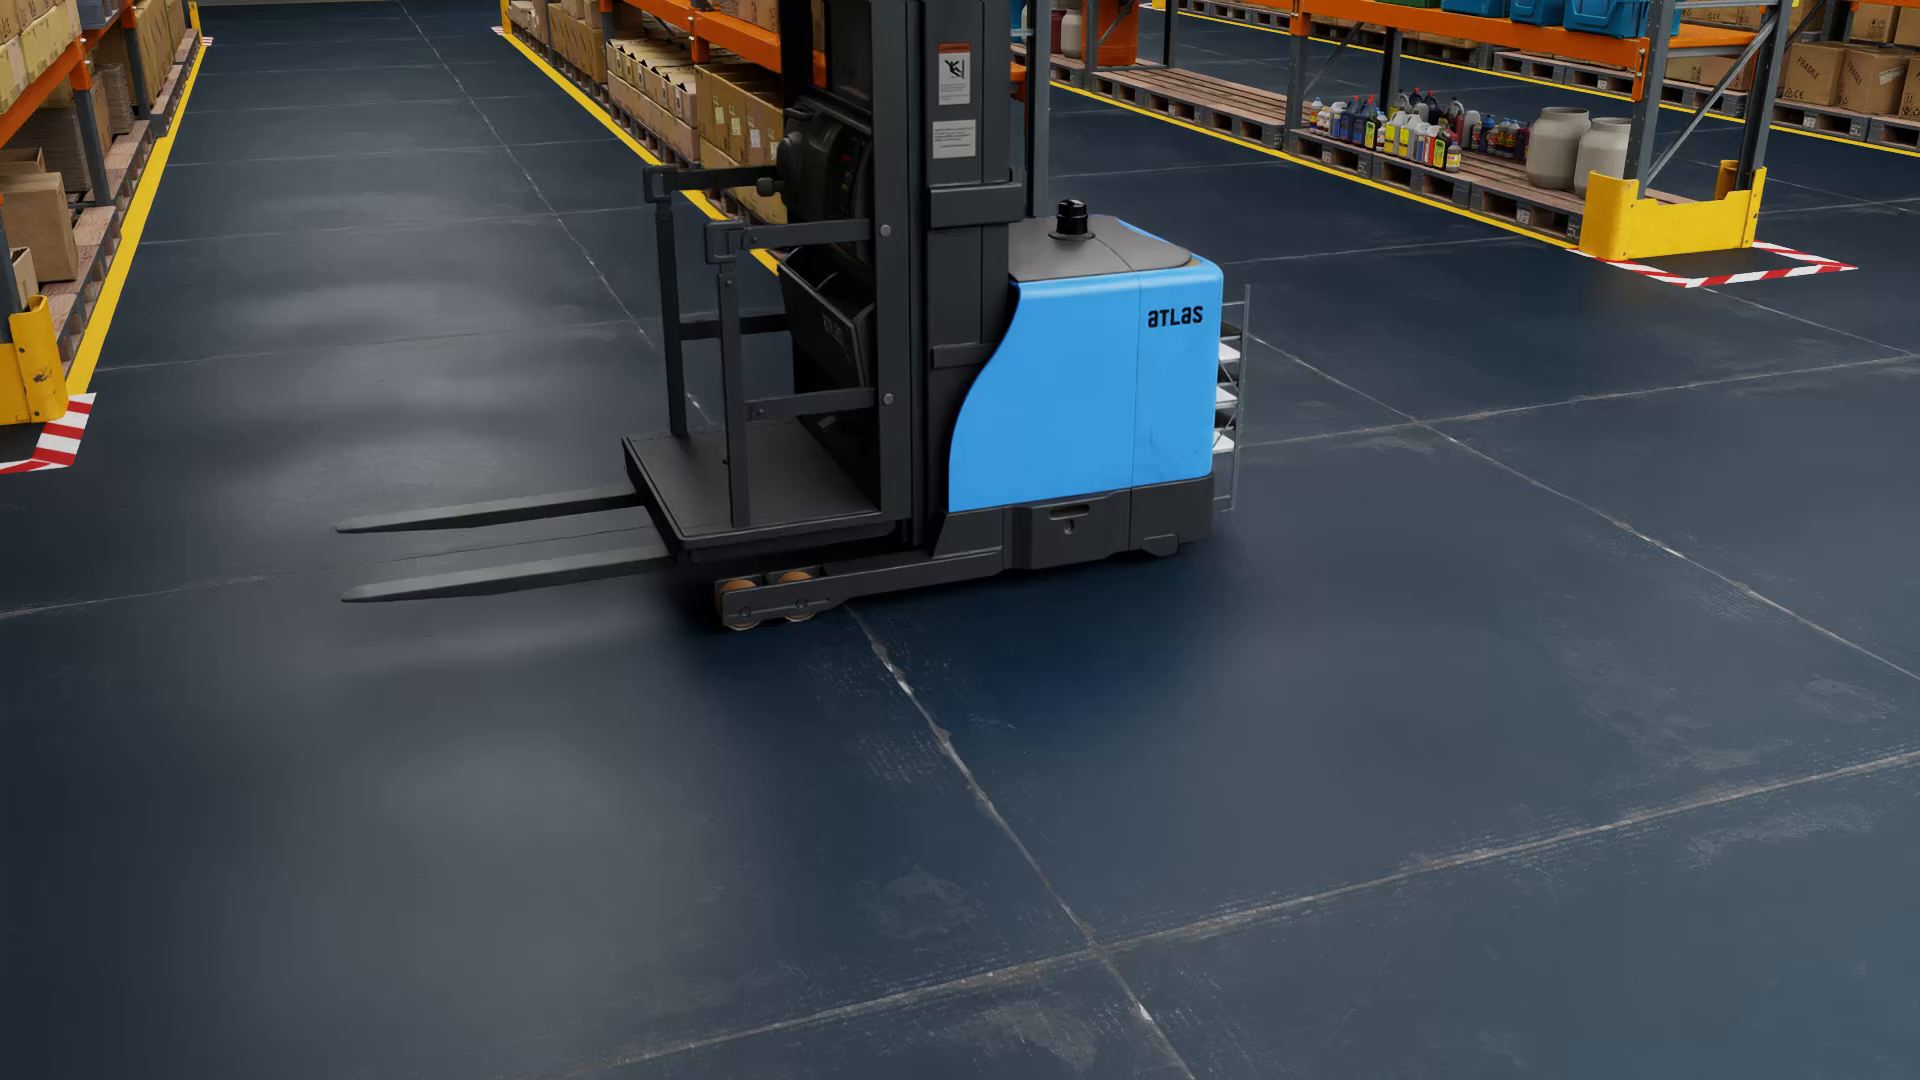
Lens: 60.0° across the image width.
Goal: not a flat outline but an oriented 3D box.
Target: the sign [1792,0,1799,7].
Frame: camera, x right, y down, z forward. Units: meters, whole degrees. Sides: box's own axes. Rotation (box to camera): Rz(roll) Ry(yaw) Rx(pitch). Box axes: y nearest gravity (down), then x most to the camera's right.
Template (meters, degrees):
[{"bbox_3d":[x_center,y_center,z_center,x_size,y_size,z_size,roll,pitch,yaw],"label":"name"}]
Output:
[{"bbox_3d":[5.132,-3.443,10.200,0.100,0.325,0.005,-8,24,-19],"label":"sign"}]

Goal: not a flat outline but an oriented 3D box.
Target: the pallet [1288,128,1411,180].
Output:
[{"bbox_3d":[3.401,-3.160,13.476,1.003,0.211,1.213,-8,24,-19],"label":"pallet"}]

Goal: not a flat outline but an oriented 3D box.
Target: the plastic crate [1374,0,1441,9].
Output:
[{"bbox_3d":[3.418,-4.065,12.306,0.450,0.188,0.662,-8,24,-19],"label":"plastic crate"}]

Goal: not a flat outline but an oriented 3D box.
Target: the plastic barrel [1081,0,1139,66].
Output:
[{"bbox_3d":[1.601,-5.517,17.731,0.600,0.830,0.708,-8,24,-19],"label":"plastic barrel"}]

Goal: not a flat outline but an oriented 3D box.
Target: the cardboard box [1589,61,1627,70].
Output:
[{"bbox_3d":[7.094,-5.233,17.456,0.700,0.500,0.500,-6,24,-15],"label":"cardboard box"}]

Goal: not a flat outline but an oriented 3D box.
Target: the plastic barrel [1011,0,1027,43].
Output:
[{"bbox_3d":[0.803,-6.371,19.664,0.600,0.901,0.708,-8,24,-19],"label":"plastic barrel"}]

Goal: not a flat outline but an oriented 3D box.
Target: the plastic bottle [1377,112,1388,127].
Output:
[{"bbox_3d":[3.254,-3.173,12.863,0.097,0.271,0.097,0,23,0],"label":"plastic bottle"}]

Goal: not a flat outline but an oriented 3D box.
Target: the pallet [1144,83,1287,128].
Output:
[{"bbox_3d":[2.454,-4.134,15.786,1.003,0.211,1.213,-8,24,-19],"label":"pallet"}]

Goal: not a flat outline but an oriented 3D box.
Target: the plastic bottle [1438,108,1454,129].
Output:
[{"bbox_3d":[3.795,-3.241,13.008,0.061,0.283,0.133,-8,24,-19],"label":"plastic bottle"}]

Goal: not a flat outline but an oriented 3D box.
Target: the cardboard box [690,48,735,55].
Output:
[{"bbox_3d":[-2.065,-4.126,14.456,0.500,0.311,0.500,-9,24,-19],"label":"cardboard box"}]

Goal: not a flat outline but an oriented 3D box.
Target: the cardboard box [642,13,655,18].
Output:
[{"bbox_3d":[-3.291,-5.287,17.583,0.500,0.500,0.500,-9,25,-21],"label":"cardboard box"}]

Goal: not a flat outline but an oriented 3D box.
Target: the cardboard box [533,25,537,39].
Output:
[{"bbox_3d":[-4.914,-6.108,19.985,0.380,0.149,0.250,-8,24,-19],"label":"cardboard box"}]

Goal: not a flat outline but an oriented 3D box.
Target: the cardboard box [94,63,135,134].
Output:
[{"bbox_3d":[-7.175,-3.585,13.546,0.700,0.500,0.500,-8,24,-18],"label":"cardboard box"}]

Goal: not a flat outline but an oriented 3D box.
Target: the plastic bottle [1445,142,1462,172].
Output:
[{"bbox_3d":[3.557,-2.762,11.977,0.097,0.201,0.097,0,23,0],"label":"plastic bottle"}]

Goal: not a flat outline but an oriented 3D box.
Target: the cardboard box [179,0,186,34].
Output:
[{"bbox_3d":[-9.964,-6.497,20.479,0.700,0.500,0.500,-8,24,-19],"label":"cardboard box"}]

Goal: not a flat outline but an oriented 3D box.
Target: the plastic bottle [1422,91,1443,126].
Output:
[{"bbox_3d":[3.768,-3.413,13.329,0.144,0.351,0.185,-10,25,-22],"label":"plastic bottle"}]

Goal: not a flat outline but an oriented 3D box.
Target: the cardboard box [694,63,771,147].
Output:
[{"bbox_3d":[-1.561,-3.077,11.722,0.500,0.500,0.500,-8,24,-19],"label":"cardboard box"}]

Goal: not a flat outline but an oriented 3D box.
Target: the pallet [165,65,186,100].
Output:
[{"bbox_3d":[-8.548,-4.687,17.099,1.003,0.211,1.213,-8,24,-19],"label":"pallet"}]

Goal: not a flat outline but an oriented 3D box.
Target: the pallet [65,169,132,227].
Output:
[{"bbox_3d":[-6.342,-2.333,11.514,1.003,0.211,1.213,-8,24,-19],"label":"pallet"}]

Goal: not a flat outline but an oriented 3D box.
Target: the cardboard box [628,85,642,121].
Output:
[{"bbox_3d":[-2.567,-3.795,14.392,0.500,0.250,0.500,-9,24,-20],"label":"cardboard box"}]

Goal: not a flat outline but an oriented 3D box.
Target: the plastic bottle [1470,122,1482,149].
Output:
[{"bbox_3d":[4.003,-3.128,12.845,0.097,0.201,0.097,0,23,0],"label":"plastic bottle"}]

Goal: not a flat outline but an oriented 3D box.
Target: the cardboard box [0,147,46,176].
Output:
[{"bbox_3d":[-5.661,-2.015,9.820,0.500,0.500,0.500,-10,25,-23],"label":"cardboard box"}]

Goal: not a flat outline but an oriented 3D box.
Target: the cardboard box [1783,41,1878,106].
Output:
[{"bbox_3d":[7.940,-4.265,15.185,0.500,0.500,0.500,-9,25,-21],"label":"cardboard box"}]

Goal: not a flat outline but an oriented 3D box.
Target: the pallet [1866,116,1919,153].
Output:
[{"bbox_3d":[8.542,-3.406,14.060,1.003,0.211,1.213,-8,24,-19],"label":"pallet"}]

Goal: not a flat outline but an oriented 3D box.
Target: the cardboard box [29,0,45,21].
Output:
[{"bbox_3d":[-5.075,-2.938,8.560,0.500,0.500,0.500,-8,24,-17],"label":"cardboard box"}]

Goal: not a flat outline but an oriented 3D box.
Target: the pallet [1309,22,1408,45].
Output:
[{"bbox_3d":[5.354,-6.726,21.936,1.003,0.211,1.213,-8,24,-19],"label":"pallet"}]

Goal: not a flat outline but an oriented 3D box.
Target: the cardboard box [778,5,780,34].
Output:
[{"bbox_3d":[-0.722,-3.343,10.190,0.700,0.500,0.500,-8,24,-17],"label":"cardboard box"}]

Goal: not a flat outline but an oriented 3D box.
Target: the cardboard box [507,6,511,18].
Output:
[{"bbox_3d":[-5.845,-7.066,22.258,0.380,0.149,0.250,-8,24,-19],"label":"cardboard box"}]

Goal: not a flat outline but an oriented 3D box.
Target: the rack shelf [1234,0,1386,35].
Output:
[{"bbox_3d":[2.496,-5.090,15.390,1.077,0.370,4.000,-8,24,-19],"label":"rack shelf"}]

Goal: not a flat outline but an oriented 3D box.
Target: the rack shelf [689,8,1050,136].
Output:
[{"bbox_3d":[-0.726,-2.958,10.333,1.077,0.370,4.000,-8,24,-19],"label":"rack shelf"}]

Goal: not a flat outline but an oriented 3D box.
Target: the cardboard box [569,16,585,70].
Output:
[{"bbox_3d":[-3.769,-5.206,17.392,0.500,0.500,0.500,-9,25,-21],"label":"cardboard box"}]

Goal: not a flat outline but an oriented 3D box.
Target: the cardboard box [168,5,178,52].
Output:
[{"bbox_3d":[-9.234,-5.753,18.714,0.700,0.500,0.500,-9,24,-20],"label":"cardboard box"}]

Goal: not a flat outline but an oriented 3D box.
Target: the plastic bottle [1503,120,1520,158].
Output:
[{"bbox_3d":[4.146,-3.013,12.483,0.097,0.271,0.097,0,23,0],"label":"plastic bottle"}]

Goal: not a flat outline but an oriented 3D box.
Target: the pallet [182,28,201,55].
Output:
[{"bbox_3d":[-9.949,-6.131,20.524,1.003,0.211,1.213,-8,24,-19],"label":"pallet"}]

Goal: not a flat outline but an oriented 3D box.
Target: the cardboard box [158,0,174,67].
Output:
[{"bbox_3d":[-8.540,-5.227,17.016,0.750,0.750,0.750,-8,24,-18],"label":"cardboard box"}]

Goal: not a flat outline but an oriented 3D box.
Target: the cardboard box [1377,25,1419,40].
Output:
[{"bbox_3d":[5.892,-6.621,20.291,1.225,0.875,0.875,-8,24,-19],"label":"cardboard box"}]

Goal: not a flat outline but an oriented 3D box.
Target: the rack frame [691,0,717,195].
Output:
[{"bbox_3d":[-1.432,-4.016,11.917,1.000,3.000,0.127,-8,24,-19],"label":"rack frame"}]

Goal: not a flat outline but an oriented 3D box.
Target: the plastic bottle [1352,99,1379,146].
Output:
[{"bbox_3d":[3.167,-3.258,12.962,0.144,0.351,0.185,-9,25,-21],"label":"plastic bottle"}]

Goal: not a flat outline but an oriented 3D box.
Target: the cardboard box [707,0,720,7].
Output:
[{"bbox_3d":[-1.647,-4.120,12.357,0.500,0.250,0.500,-7,24,-16],"label":"cardboard box"}]

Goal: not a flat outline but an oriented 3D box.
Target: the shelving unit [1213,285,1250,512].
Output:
[{"bbox_3d":[0.930,-0.553,6.404,0.258,0.900,0.210,-9,24,-20],"label":"shelving unit"}]

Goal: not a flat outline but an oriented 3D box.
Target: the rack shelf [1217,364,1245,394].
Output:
[{"bbox_3d":[0.930,-0.605,6.382,0.258,0.077,0.200,-9,24,-20],"label":"rack shelf"}]

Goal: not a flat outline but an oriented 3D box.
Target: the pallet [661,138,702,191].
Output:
[{"bbox_3d":[-1.729,-2.994,13.081,1.003,0.211,1.213,-8,24,-19],"label":"pallet"}]

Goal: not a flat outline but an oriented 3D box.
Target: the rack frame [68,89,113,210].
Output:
[{"bbox_3d":[-6.065,-3.335,10.302,1.000,3.000,0.127,-8,24,-19],"label":"rack frame"}]

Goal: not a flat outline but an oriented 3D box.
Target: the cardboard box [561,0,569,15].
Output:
[{"bbox_3d":[-3.962,-5.747,17.710,0.500,0.250,0.500,-8,24,-19],"label":"cardboard box"}]

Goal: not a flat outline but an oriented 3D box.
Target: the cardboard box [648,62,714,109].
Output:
[{"bbox_3d":[-2.207,-3.679,13.394,0.500,0.311,0.500,-8,24,-19],"label":"cardboard box"}]

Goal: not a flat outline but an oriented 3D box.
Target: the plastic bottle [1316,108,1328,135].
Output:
[{"bbox_3d":[2.941,-3.395,13.480,0.097,0.201,0.097,0,23,0],"label":"plastic bottle"}]

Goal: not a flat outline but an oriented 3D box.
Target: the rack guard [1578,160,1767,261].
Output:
[{"bbox_3d":[4.545,-2.111,10.614,1.175,0.500,0.348,-8,24,-19],"label":"rack guard"}]

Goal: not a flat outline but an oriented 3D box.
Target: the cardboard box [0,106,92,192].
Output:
[{"bbox_3d":[-6.341,-2.651,11.331,0.700,0.500,0.500,-7,24,-17],"label":"cardboard box"}]

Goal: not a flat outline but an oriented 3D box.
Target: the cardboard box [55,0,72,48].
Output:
[{"bbox_3d":[-5.446,-2.963,9.585,0.500,0.250,0.500,-8,24,-19],"label":"cardboard box"}]

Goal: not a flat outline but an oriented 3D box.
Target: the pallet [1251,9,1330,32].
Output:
[{"bbox_3d":[4.815,-7.283,23.258,1.003,0.211,1.213,-8,24,-19],"label":"pallet"}]

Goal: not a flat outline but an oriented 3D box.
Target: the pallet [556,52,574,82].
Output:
[{"bbox_3d":[-3.936,-5.348,18.667,1.003,0.211,1.213,-8,24,-19],"label":"pallet"}]

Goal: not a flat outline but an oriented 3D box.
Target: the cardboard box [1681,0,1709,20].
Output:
[{"bbox_3d":[10.085,-7.281,22.341,0.500,0.500,0.500,-8,24,-18],"label":"cardboard box"}]

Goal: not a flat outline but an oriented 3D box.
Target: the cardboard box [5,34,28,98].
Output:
[{"bbox_3d":[-4.724,-2.230,7.845,0.500,0.250,0.500,-9,25,-21],"label":"cardboard box"}]

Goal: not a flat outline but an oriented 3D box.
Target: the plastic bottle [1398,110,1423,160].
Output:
[{"bbox_3d":[3.382,-3.036,12.435,0.144,0.351,0.185,-7,24,-17],"label":"plastic bottle"}]

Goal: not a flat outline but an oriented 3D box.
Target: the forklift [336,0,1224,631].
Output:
[{"bbox_3d":[-0.641,-1.281,5.516,3.031,2.935,1.130,-8,24,-19],"label":"forklift"}]

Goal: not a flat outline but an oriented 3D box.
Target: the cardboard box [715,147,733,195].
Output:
[{"bbox_3d":[-1.380,-2.550,11.439,0.500,0.250,0.500,-8,24,-19],"label":"cardboard box"}]

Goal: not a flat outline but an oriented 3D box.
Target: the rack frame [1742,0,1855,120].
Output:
[{"bbox_3d":[7.837,-5.374,15.139,1.000,3.000,0.127,-8,24,-19],"label":"rack frame"}]

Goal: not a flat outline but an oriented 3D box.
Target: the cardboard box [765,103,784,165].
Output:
[{"bbox_3d":[-0.854,-2.350,9.999,0.500,0.500,0.500,-8,24,-19],"label":"cardboard box"}]

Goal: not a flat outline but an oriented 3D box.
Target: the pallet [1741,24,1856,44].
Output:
[{"bbox_3d":[10.825,-6.471,21.330,1.003,0.211,1.213,-8,24,-19],"label":"pallet"}]
